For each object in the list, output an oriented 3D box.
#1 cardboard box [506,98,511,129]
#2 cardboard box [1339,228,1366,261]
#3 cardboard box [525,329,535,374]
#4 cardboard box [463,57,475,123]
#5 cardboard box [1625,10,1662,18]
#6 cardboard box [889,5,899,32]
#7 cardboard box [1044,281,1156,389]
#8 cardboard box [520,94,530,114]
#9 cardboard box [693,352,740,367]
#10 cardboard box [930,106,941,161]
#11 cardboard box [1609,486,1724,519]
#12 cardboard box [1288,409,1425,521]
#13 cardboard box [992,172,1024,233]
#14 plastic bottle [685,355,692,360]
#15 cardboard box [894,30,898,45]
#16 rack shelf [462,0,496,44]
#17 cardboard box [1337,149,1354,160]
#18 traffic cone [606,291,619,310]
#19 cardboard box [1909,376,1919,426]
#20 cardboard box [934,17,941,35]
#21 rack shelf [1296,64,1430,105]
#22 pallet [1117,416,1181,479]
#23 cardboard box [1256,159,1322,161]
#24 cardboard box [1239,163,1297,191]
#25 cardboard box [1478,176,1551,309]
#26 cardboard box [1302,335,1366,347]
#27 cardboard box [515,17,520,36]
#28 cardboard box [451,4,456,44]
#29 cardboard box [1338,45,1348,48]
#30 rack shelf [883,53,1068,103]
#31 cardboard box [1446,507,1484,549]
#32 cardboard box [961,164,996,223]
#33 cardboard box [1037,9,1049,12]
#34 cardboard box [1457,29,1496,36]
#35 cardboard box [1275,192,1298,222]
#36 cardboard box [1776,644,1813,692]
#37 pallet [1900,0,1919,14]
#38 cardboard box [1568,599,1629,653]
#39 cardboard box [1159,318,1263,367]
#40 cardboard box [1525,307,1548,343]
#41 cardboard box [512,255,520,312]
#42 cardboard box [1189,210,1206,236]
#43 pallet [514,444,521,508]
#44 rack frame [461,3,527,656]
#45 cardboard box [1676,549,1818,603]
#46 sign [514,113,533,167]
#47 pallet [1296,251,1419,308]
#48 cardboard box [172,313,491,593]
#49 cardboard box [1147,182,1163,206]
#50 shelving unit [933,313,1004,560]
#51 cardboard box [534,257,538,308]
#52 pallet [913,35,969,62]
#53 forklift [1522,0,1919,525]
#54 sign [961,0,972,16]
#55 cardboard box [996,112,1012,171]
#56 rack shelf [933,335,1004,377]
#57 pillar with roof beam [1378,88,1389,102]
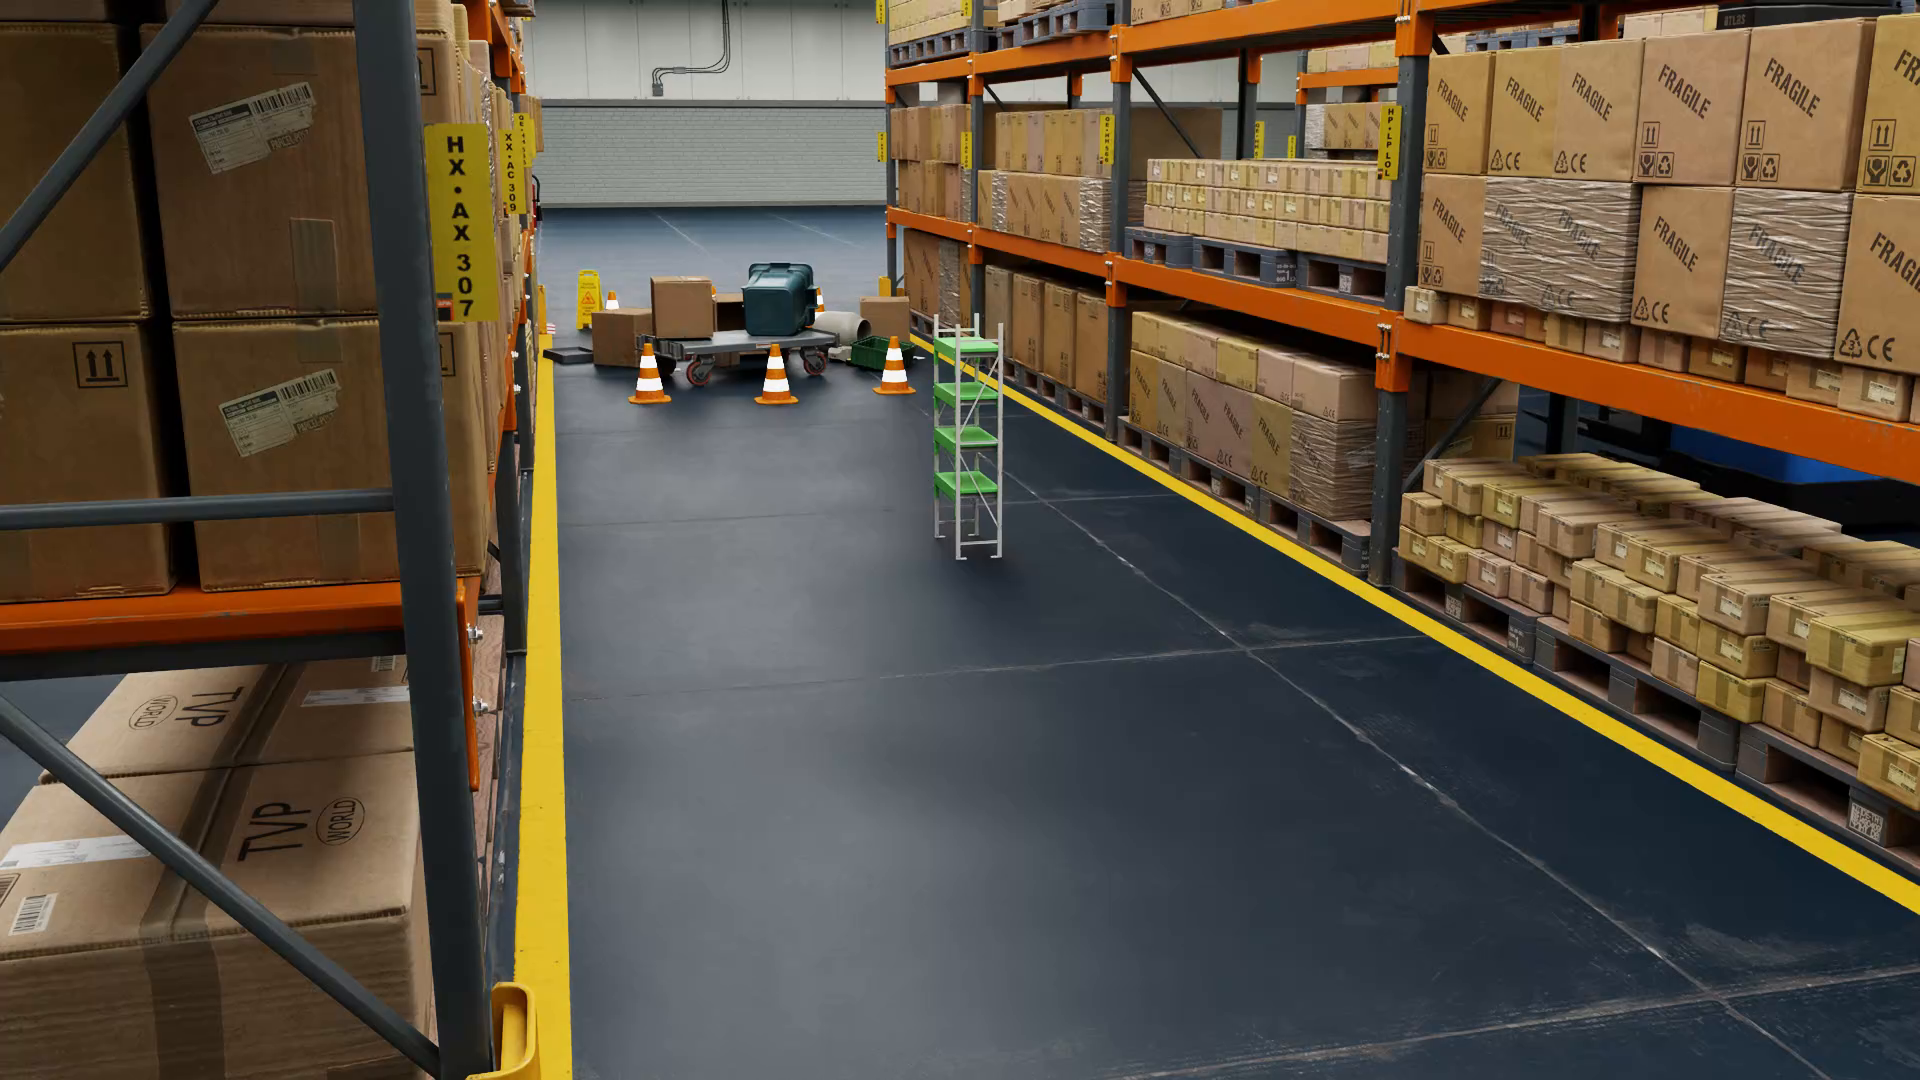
[{"bbox_3d":[-2.637,-2.082,8.812,0.500,0.500,0.500,-3,14,-13],"label":"cardboard box"},{"bbox_3d":[2.128,-1.484,8.327,0.380,0.149,0.250,-3,14,-13],"label":"cardboard box"},{"bbox_3d":[-3.893,-1.449,13.190,0.950,0.372,0.625,-2,14,-10],"label":"cardboard box"},{"bbox_3d":[-1.465,-0.938,4.128,0.500,0.500,0.500,-3,14,-14],"label":"cardboard box"},{"bbox_3d":[5.794,-4.515,13.504,0.500,0.500,0.500,-3,14,-12],"label":"cardboard box"},{"bbox_3d":[-0.479,-5.686,18.153,0.500,0.250,0.500,-3,14,-13],"label":"cardboard box"},{"bbox_3d":[1.272,-1.643,13.186,1.050,0.750,0.750,-3,14,-12],"label":"cardboard box"},{"bbox_3d":[-4.083,-3.601,14.400,0.700,0.500,0.500,-3,14,-14],"label":"cardboard box"},{"bbox_3d":[-2.296,-1.788,15.684,0.396,0.266,0.258,10,17,35],"label":"cardboard box"},{"bbox_3d":[0.176,-4.166,17.069,0.875,0.550,0.500,-3,14,-13],"label":"cardboard box"},{"bbox_3d":[2.961,-0.124,6.985,0.380,0.149,0.250,-3,14,-11],"label":"cardboard box"},{"bbox_3d":[2.057,-0.408,8.660,0.500,0.500,0.500,-4,14,-14],"label":"cardboard box"},{"bbox_3d":[0.578,-2.903,14.279,0.500,0.500,0.500,-3,14,-13],"label":"cardboard box"},{"bbox_3d":[-2.671,-1.783,16.096,0.133,0.061,0.283,-1,14,-3],"label":"plastic bottle"},{"bbox_3d":[-0.513,-5.462,18.078,0.380,0.149,0.250,-3,14,-13],"label":"cardboard box"},{"bbox_3d":[-1.842,-1.609,4.388,1.077,0.370,4.000,-3,14,-13],"label":"rack shelf"},{"bbox_3d":[4.839,-4.239,19.121,0.875,0.500,0.500,-3,14,-13],"label":"cardboard box"},{"bbox_3d":[-3.775,-2.471,18.067,0.336,0.463,0.334,-3,14,-13],"label":"traffic cone"},{"bbox_3d":[2.968,-0.393,4.745,0.380,0.149,0.250,-3,14,-14],"label":"cardboard box"},{"bbox_3d":[-0.038,-4.996,16.168,0.380,0.149,0.250,-3,14,-12],"label":"cardboard box"},{"bbox_3d":[4.972,-4.930,17.980,1.077,0.370,4.000,-3,14,-13],"label":"rack shelf"},{"bbox_3d":[1.718,-0.650,11.141,1.003,0.211,1.213,-3,14,-13],"label":"pallet"},{"bbox_3d":[2.154,-2.410,10.862,0.380,0.149,0.250,-3,14,-14],"label":"cardboard box"},{"bbox_3d":[1.822,-2.077,9.500,0.380,0.149,0.250,-3,14,-14],"label":"cardboard box"},{"bbox_3d":[2.470,-1.213,6.734,0.500,0.500,0.500,-3,14,-13],"label":"cardboard box"},{"bbox_3d":[2.316,-1.042,9.672,0.500,0.250,0.500,-3,14,-11],"label":"cardboard box"},{"bbox_3d":[-4.028,-4.454,14.205,0.500,0.250,0.500,-4,14,-14],"label":"cardboard box"},{"bbox_3d":[-1.477,-1.287,4.189,0.380,0.149,0.250,-3,14,-13],"label":"cardboard box"},{"bbox_3d":[4.483,-5.601,18.690,0.380,0.149,0.250,-3,14,-11],"label":"cardboard box"},{"bbox_3d":[0.127,-4.676,16.944,1.077,0.370,4.000,-3,14,-13],"label":"rack shelf"},{"bbox_3d":[2.397,-0.071,7.391,0.380,0.149,0.250,-3,14,-13],"label":"cardboard box"},{"bbox_3d":[0.499,-3.265,15.654,0.875,0.550,0.550,-3,14,-13],"label":"cardboard box"},{"bbox_3d":[0.830,-4.308,13.109,0.396,0.266,0.258,-3,14,-13],"label":"cardboard box"},{"bbox_3d":[5.085,-4.997,16.217,0.380,0.149,0.250,-3,14,-11],"label":"cardboard box"},{"bbox_3d":[1.944,-1.810,9.034,0.380,0.149,0.250,-4,14,-16],"label":"cardboard box"},{"bbox_3d":[2.927,0.404,5.449,0.380,0.149,0.250,-3,14,-14],"label":"cardboard box"},{"bbox_3d":[6.850,-3.400,10.600,1.003,0.211,1.213,-3,14,-11],"label":"pallet"},{"bbox_3d":[2.593,0.318,6.427,0.380,0.149,0.250,-4,14,-15],"label":"cardboard box"},{"bbox_3d":[1.582,-1.249,10.521,0.500,0.250,0.500,-3,14,-14],"label":"cardboard box"},{"bbox_3d":[2.529,-0.879,6.735,0.380,0.149,0.250,-4,14,-16],"label":"cardboard box"},{"bbox_3d":[-2.387,-1.244,8.016,0.500,0.250,0.500,-3,14,-14],"label":"cardboard box"},{"bbox_3d":[1.637,-1.966,10.298,0.380,0.149,0.250,-3,14,-11],"label":"cardboard box"},{"bbox_3d":[-3.140,-0.345,9.893,1.003,0.211,1.213,-3,14,-13],"label":"pallet"},{"bbox_3d":[-2.312,-0.963,6.547,1.000,3.000,0.127,-3,14,-13],"label":"rack frame"},{"bbox_3d":[2.787,0.142,5.895,0.380,0.149,0.250,-4,14,-15],"label":"cardboard box"},{"bbox_3d":[-2.713,-2.480,10.316,0.100,0.325,0.005,-3,14,-13],"label":"sign"},{"bbox_3d":[2.438,-1.353,8.549,1.003,0.211,1.213,-3,14,-13],"label":"pallet"},{"bbox_3d":[-1.206,-0.215,3.277,0.500,0.500,0.500,-3,14,-14],"label":"cardboard box"},{"bbox_3d":[1.455,-2.288,10.991,0.380,0.149,0.250,-3,14,-11],"label":"cardboard box"},{"bbox_3d":[0.039,-0.545,8.628,0.258,1.200,0.503,-3,14,-13],"label":"shelving unit"},{"bbox_3d":[-4.324,-2.434,15.900,0.500,0.500,0.500,-3,14,-10],"label":"cardboard box"},{"bbox_3d":[0.132,-4.992,16.905,1.003,0.211,1.213,-3,14,-13],"label":"pallet"},{"bbox_3d":[4.603,-1.792,10.087,1.130,2.935,3.031,-3,14,-11],"label":"forklift"},{"bbox_3d":[0.058,-4.823,14.771,0.100,0.325,0.005,-3,14,-13],"label":"sign"},{"bbox_3d":[0.719,-3.527,14.728,0.700,0.500,0.500,-4,14,-14],"label":"cardboard box"},{"bbox_3d":[0.039,-0.949,8.530,0.258,0.148,0.480,-3,14,-13],"label":"rack shelf"},{"bbox_3d":[8.722,-14.593,49.699,9.100,9.000,0.548,-3,14,-13],"label":"pillar with roof beam"}]
